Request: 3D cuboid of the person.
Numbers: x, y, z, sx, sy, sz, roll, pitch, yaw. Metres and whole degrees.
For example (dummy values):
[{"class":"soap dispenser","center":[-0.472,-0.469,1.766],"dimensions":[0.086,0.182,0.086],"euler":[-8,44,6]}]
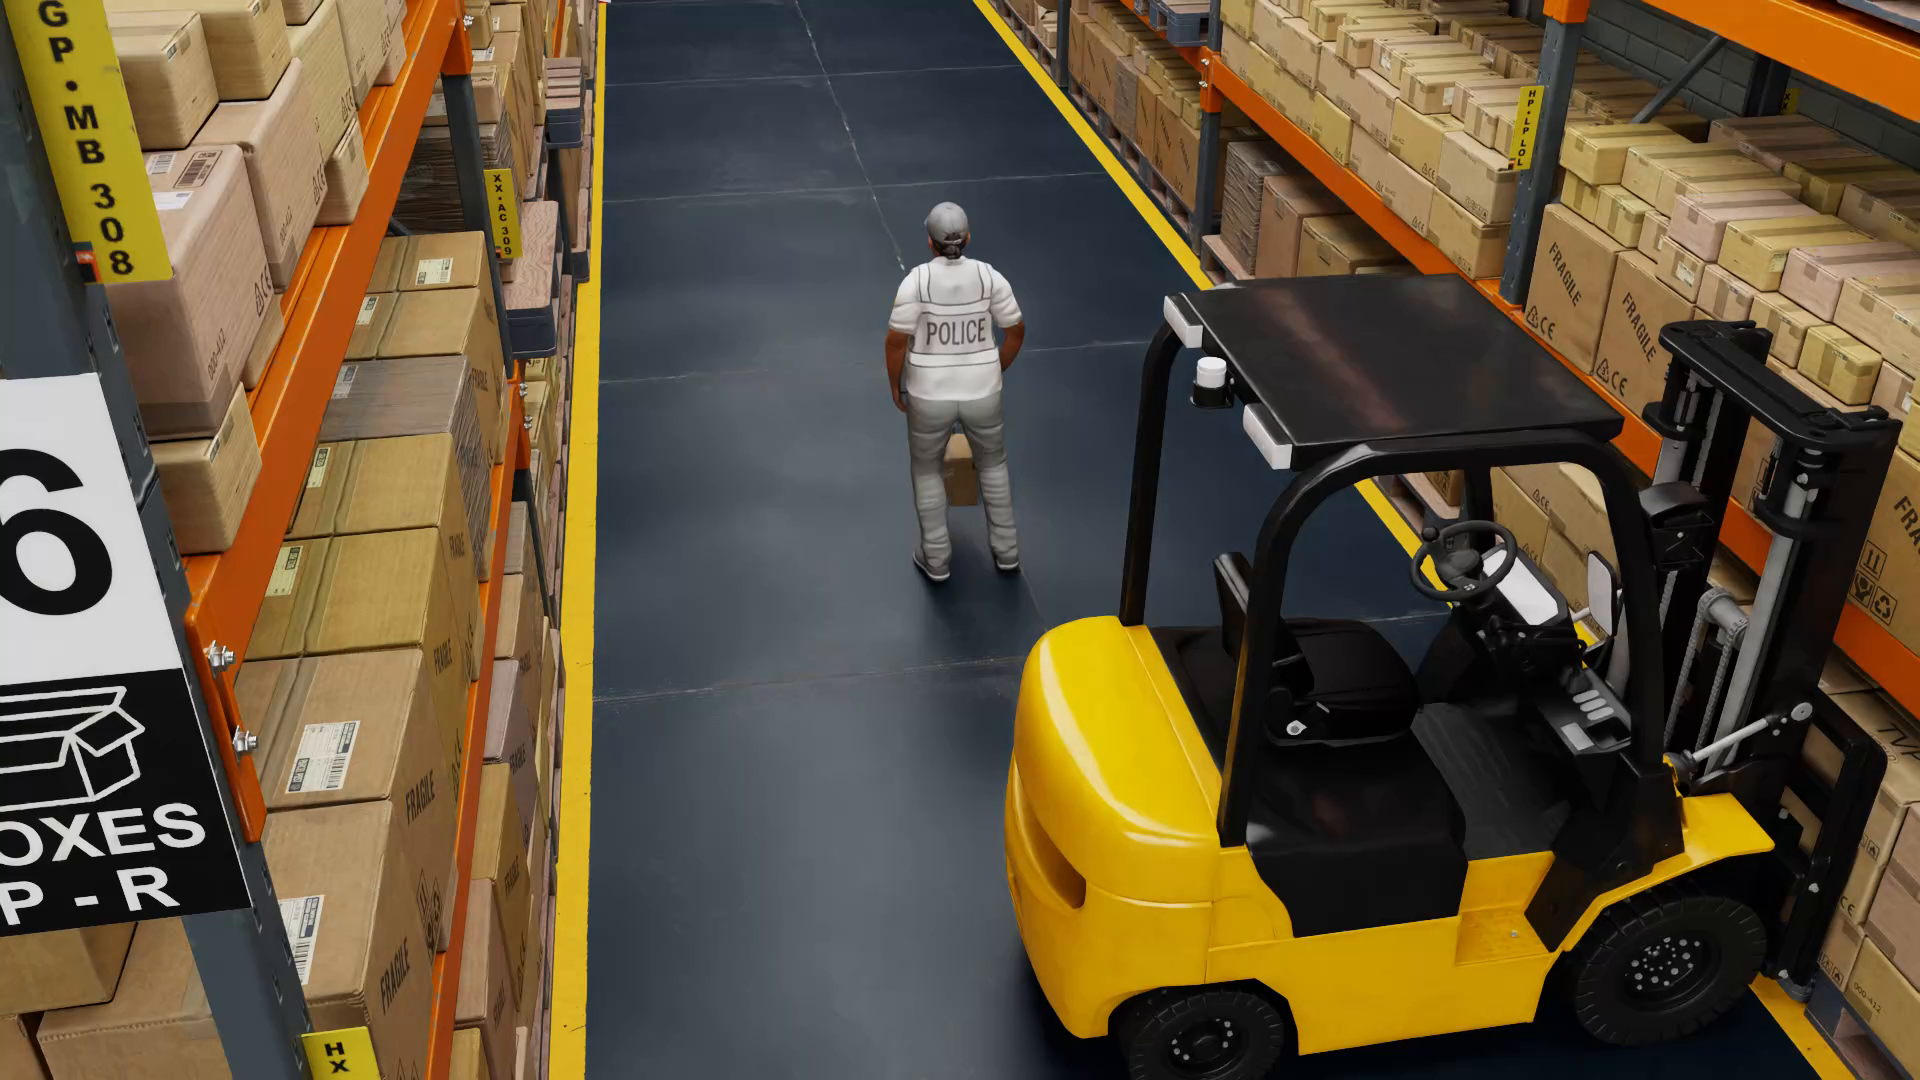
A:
[{"class":"person","center":[-0.027,-0.679,7.220],"dimensions":[0.606,1.566,0.501],"euler":[-6,31,-10]}]
